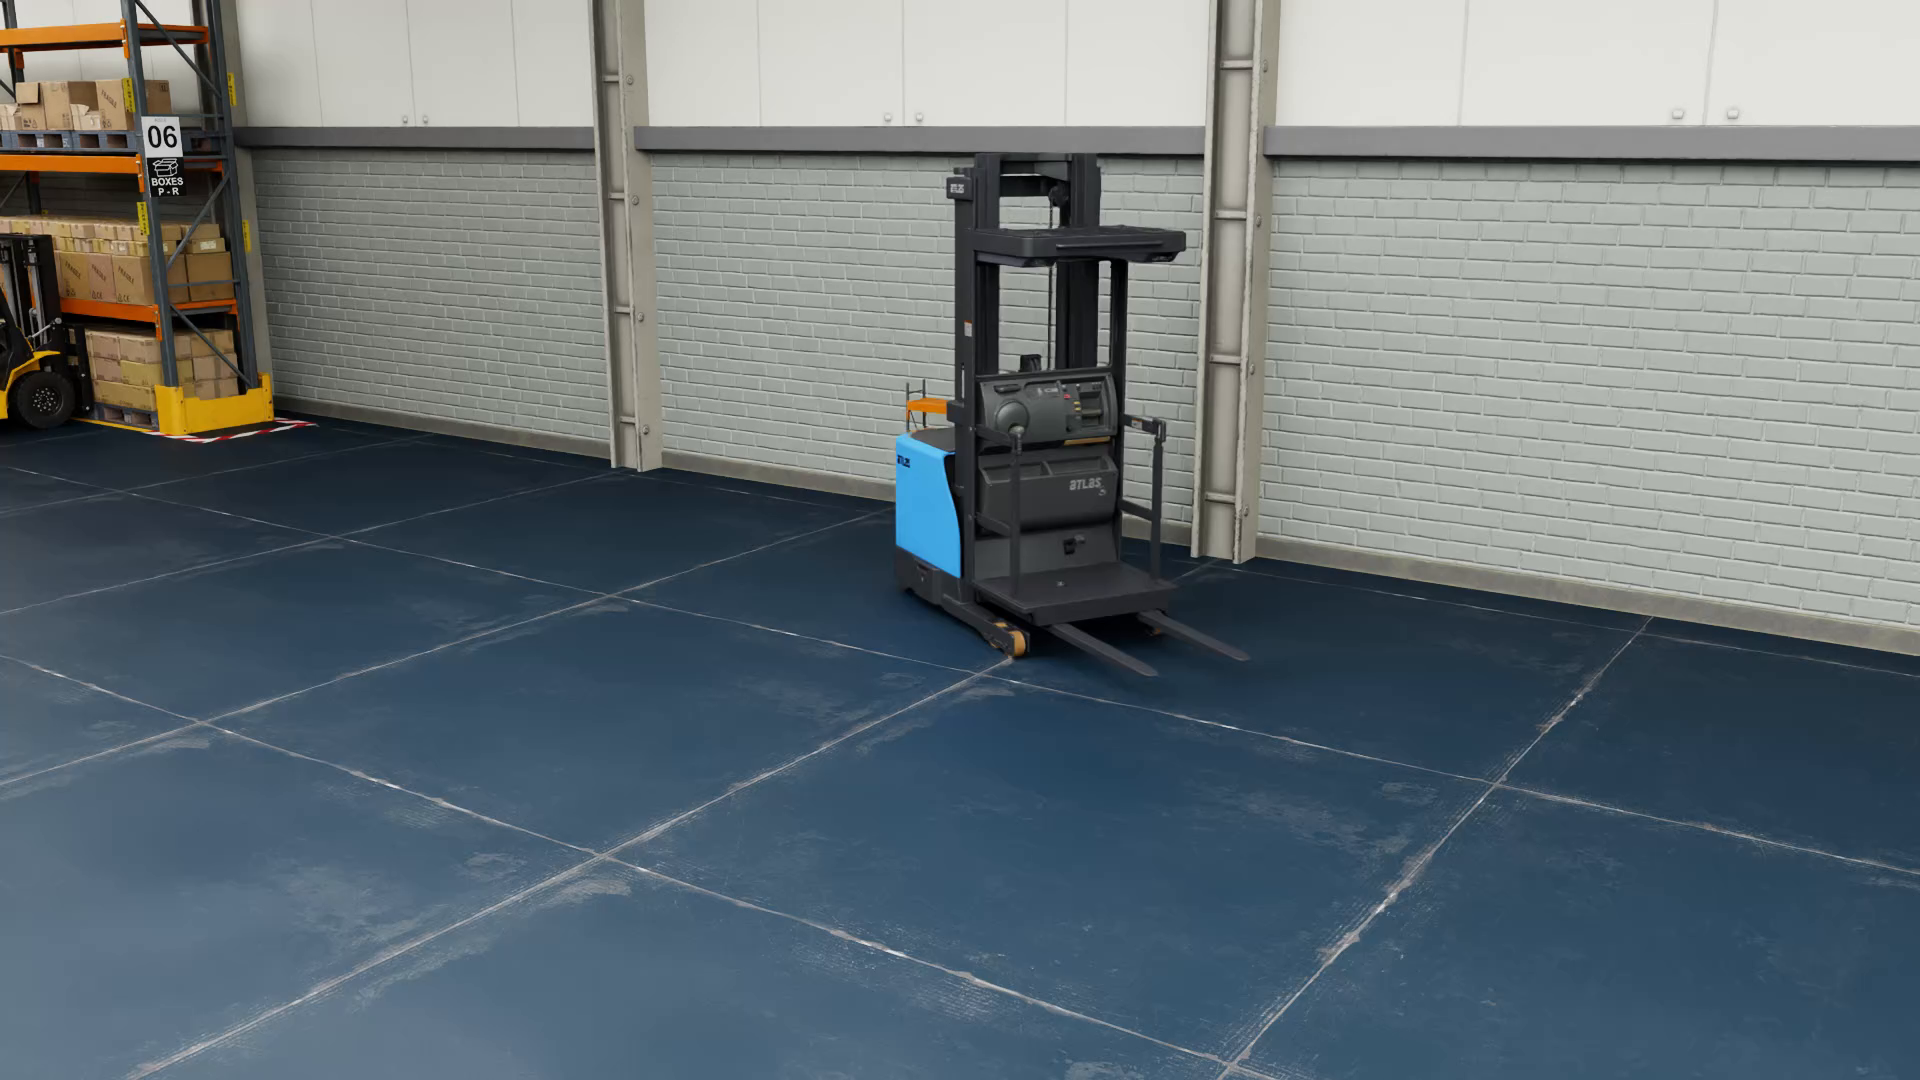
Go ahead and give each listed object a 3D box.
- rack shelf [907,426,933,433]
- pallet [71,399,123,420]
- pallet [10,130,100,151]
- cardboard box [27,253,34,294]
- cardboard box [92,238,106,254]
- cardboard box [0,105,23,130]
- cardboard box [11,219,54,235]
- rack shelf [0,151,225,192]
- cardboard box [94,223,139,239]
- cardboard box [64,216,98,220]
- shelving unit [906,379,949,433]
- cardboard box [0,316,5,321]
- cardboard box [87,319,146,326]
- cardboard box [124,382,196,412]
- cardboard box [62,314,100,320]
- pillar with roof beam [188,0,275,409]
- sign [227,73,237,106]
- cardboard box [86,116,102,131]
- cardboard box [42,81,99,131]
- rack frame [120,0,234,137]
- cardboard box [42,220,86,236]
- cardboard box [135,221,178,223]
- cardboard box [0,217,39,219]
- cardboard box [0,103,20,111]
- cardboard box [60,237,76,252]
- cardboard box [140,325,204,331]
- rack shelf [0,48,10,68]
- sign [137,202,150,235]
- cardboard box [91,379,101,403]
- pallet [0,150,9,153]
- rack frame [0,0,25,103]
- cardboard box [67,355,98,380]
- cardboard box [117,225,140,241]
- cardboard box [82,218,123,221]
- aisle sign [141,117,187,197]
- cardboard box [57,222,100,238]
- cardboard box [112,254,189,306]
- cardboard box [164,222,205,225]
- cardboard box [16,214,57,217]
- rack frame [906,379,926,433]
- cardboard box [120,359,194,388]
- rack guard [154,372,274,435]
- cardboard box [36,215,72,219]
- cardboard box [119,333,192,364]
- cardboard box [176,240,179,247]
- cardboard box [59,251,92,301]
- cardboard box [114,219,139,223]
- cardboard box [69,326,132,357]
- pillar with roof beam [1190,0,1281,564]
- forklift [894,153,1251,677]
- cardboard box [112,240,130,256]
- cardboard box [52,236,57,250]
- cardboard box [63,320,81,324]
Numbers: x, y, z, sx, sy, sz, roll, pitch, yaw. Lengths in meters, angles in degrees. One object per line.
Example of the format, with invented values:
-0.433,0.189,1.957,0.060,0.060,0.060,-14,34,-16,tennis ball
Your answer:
-0.137,-0.756,12.731,0.480,0.148,0.258,9,17,33,rack shelf
-9.592,-1.578,18.760,1.213,0.211,1.003,9,17,33,pallet
-9.515,-4.350,18.097,1.213,0.211,1.003,9,17,33,pallet
-10.161,-3.013,18.544,0.500,0.500,0.500,9,17,32,cardboard box
-8.980,-3.139,17.702,0.250,0.149,0.380,9,17,32,cardboard box
-10.183,-4.594,18.094,0.258,0.266,0.396,9,16,31,cardboard box
-10.276,-3.482,18.471,0.250,0.149,0.380,9,16,32,cardboard box
-9.586,-4.049,18.192,4.000,0.370,1.077,9,17,33,rack shelf
-8.961,-3.293,17.704,0.250,0.149,0.380,9,17,33,cardboard box
-9.953,-3.601,18.950,0.250,0.149,0.380,9,16,32,cardboard box
-0.137,-0.605,12.769,0.503,1.200,0.258,9,17,33,shelving unit
-11.019,-2.437,19.194,0.500,0.250,0.500,9,16,32,cardboard box
-9.467,-2.336,18.786,0.500,0.250,0.500,9,16,32,cardboard box
-8.493,-1.543,17.662,0.500,0.250,0.500,9,17,33,cardboard box
-10.300,-2.472,19.336,0.500,0.250,0.500,9,16,32,cardboard box
-10.404,-5.001,14.297,0.400,9.000,9.100,9,17,33,pillar with roof beam
-7.612,-4.703,17.351,0.005,0.325,0.100,9,17,33,sign
-8.783,-4.311,17.194,0.250,0.149,0.380,9,16,31,cardboard box
-9.224,-4.599,17.626,0.500,0.500,0.700,9,17,33,cardboard box
-7.926,-5.586,16.662,0.127,3.000,1.000,9,17,33,rack frame
-9.817,-3.429,18.257,0.250,0.149,0.380,9,17,33,cardboard box
-8.708,-3.380,18.057,0.250,0.149,0.380,9,17,33,cardboard box
-10.663,-3.567,18.812,0.250,0.149,0.380,9,16,32,cardboard box
-10.691,-4.715,18.490,0.500,0.311,0.500,10,17,34,cardboard box
-9.449,-3.195,17.930,0.250,0.149,0.380,9,17,33,cardboard box
-8.636,-2.197,18.223,0.500,0.250,0.500,9,17,33,cardboard box
-12.905,-5.847,20.047,4.000,0.370,1.077,9,17,33,rack shelf
-8.241,-3.245,16.785,0.005,0.325,0.100,9,17,33,sign
-9.310,-1.681,18.218,0.500,0.250,0.500,9,17,33,cardboard box
-11.985,-4.689,19.679,1.217,0.209,0.805,8,16,31,pallet
-11.245,-6.122,18.829,0.127,3.000,1.000,9,17,33,rack frame
-9.355,-1.923,18.157,0.500,0.250,0.500,9,16,32,cardboard box
-8.563,-3.215,17.390,0.250,0.149,0.380,9,17,33,cardboard box
-9.575,-3.517,18.612,0.250,0.149,0.380,10,17,34,cardboard box
-8.036,-3.868,16.798,0.004,0.787,0.394,9,17,33,aisle sign
-9.456,-3.339,17.892,0.250,0.149,0.380,10,17,34,cardboard box
-8.481,-2.736,17.426,0.500,0.500,0.500,9,16,32,cardboard box
-8.272,-3.317,17.805,0.250,0.149,0.380,10,17,35,cardboard box
-10.812,-3.736,19.494,0.250,0.149,0.380,9,17,33,cardboard box
-0.340,-0.637,12.901,0.015,1.200,0.240,9,17,33,rack frame
-8.505,-1.789,17.614,0.500,0.250,0.500,9,16,32,cardboard box
-7.906,-1.457,17.670,0.348,0.500,1.175,9,17,33,rack guard
-10.400,-3.661,19.192,0.250,0.149,0.380,9,17,32,cardboard box
-8.483,-2.028,17.541,0.500,0.250,0.500,10,17,35,cardboard box
-8.303,-3.155,17.768,0.250,0.149,0.380,9,17,33,cardboard box
-9.332,-2.876,17.991,0.500,0.500,0.500,9,16,32,cardboard box
-9.104,-3.465,18.402,0.250,0.149,0.380,9,16,31,cardboard box
-9.334,-2.161,18.078,0.500,0.250,0.500,9,17,34,cardboard box
-0.446,-3.391,7.796,0.400,9.000,9.100,9,17,33,pillar with roof beam
0.649,-0.836,10.099,1.130,2.935,3.031,-7,15,-25,forklift
-8.599,-3.056,17.369,0.250,0.149,0.380,9,17,34,cardboard box
-9.856,-3.267,18.221,0.250,0.149,0.380,9,16,32,cardboard box
-10.181,-2.302,18.649,0.500,0.250,0.500,10,17,35,cardboard box
